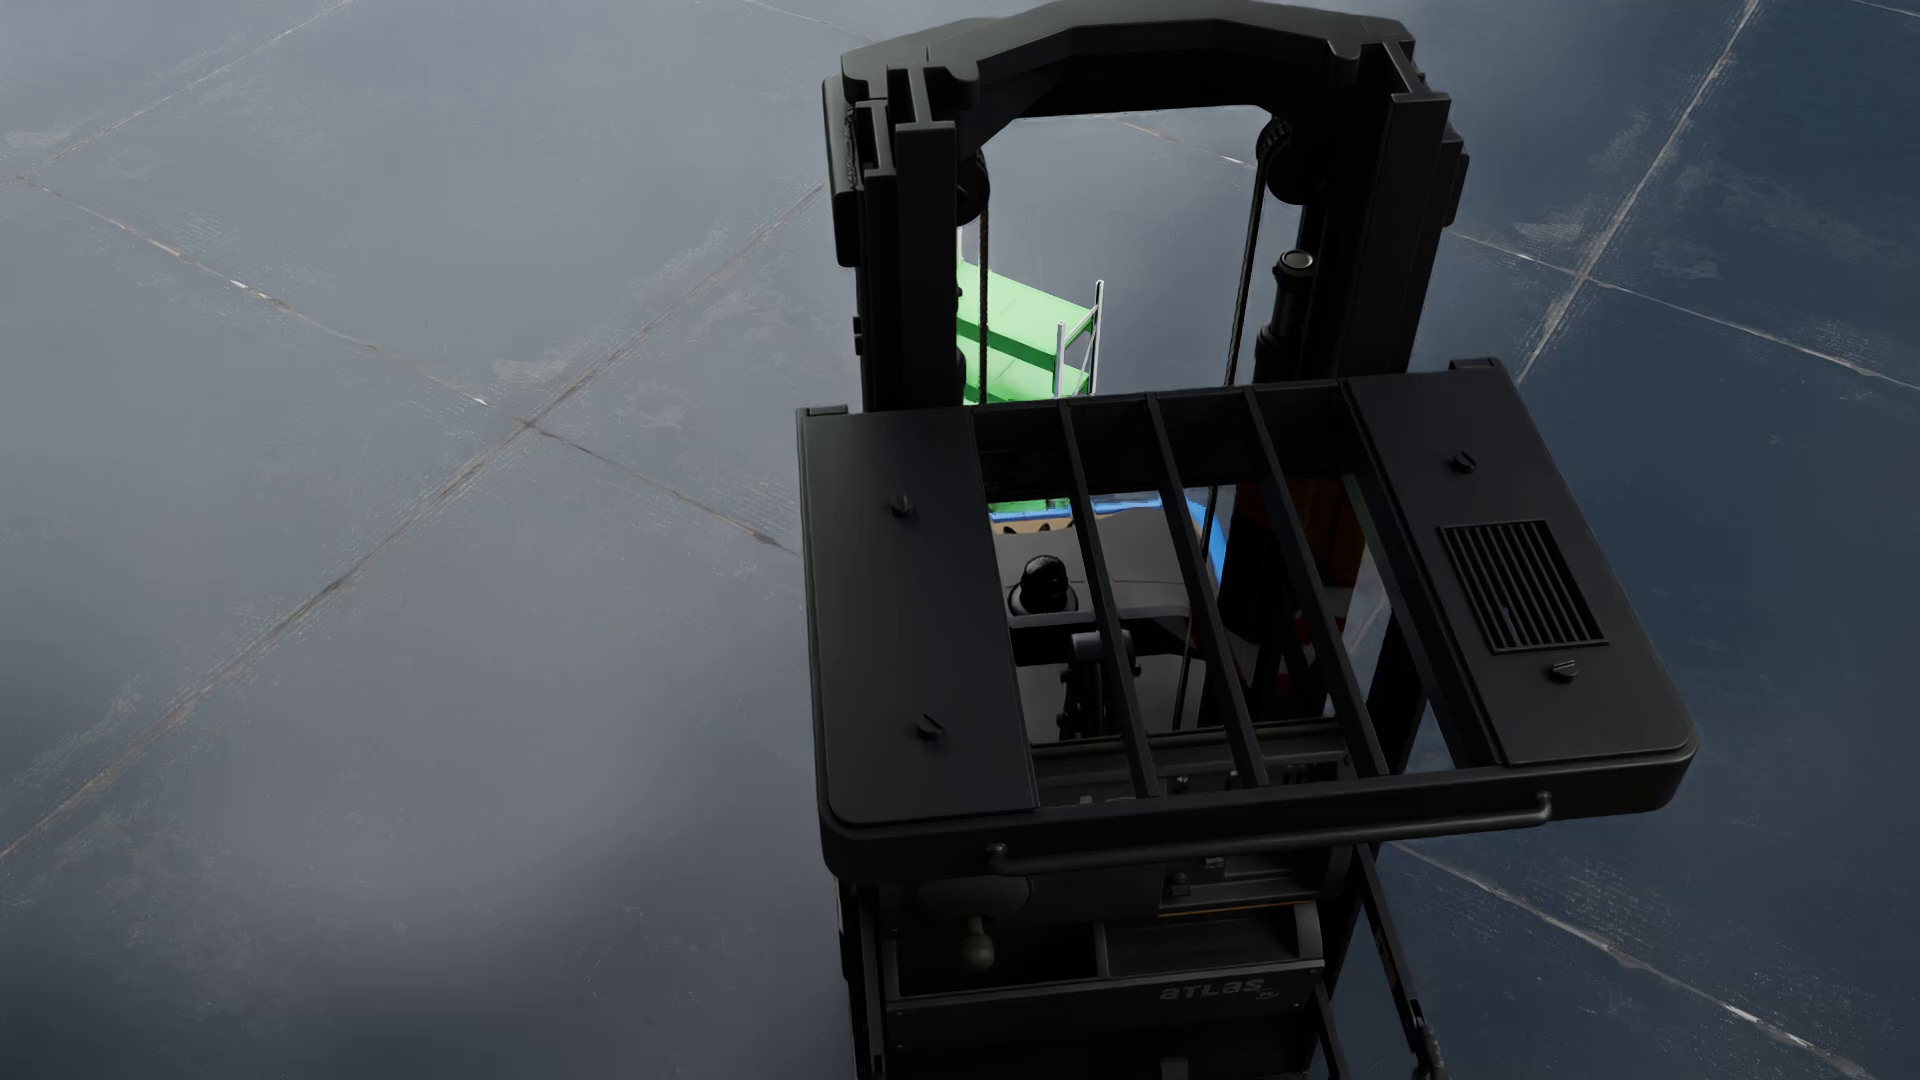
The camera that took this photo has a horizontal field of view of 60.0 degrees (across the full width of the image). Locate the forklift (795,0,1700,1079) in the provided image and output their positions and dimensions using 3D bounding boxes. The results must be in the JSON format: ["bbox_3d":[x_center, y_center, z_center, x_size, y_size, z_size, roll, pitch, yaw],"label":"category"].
[{"bbox_3d":[0.327,0.694,3.032,1.130,2.935,3.031,-5,46,-4],"label":"forklift"}]

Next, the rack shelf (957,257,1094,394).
[{"bbox_3d":[0.139,-0.644,4.959,0.480,0.148,0.258,25,51,22],"label":"rack shelf"}]

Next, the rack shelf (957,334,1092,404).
[{"bbox_3d":[0.139,-0.477,5.131,0.480,0.148,0.258,25,51,22],"label":"rack shelf"}]

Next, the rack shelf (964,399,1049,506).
[{"bbox_3d":[0.139,-0.310,5.303,0.480,0.148,0.258,25,51,22],"label":"rack shelf"}]

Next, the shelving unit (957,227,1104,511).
[{"bbox_3d":[0.139,-0.354,5.257,0.503,1.200,0.258,25,51,22],"label":"shelving unit"}]

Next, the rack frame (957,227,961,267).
[{"bbox_3d":[-0.066,-0.449,5.349,0.015,1.200,0.240,25,51,22],"label":"rack frame"}]

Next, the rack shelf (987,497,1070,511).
[{"bbox_3d":[0.139,-0.142,5.475,0.480,0.148,0.258,25,51,22],"label":"rack shelf"}]

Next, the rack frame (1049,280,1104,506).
[{"bbox_3d":[0.345,-0.260,5.166,0.015,1.200,0.240,25,51,22],"label":"rack frame"}]
